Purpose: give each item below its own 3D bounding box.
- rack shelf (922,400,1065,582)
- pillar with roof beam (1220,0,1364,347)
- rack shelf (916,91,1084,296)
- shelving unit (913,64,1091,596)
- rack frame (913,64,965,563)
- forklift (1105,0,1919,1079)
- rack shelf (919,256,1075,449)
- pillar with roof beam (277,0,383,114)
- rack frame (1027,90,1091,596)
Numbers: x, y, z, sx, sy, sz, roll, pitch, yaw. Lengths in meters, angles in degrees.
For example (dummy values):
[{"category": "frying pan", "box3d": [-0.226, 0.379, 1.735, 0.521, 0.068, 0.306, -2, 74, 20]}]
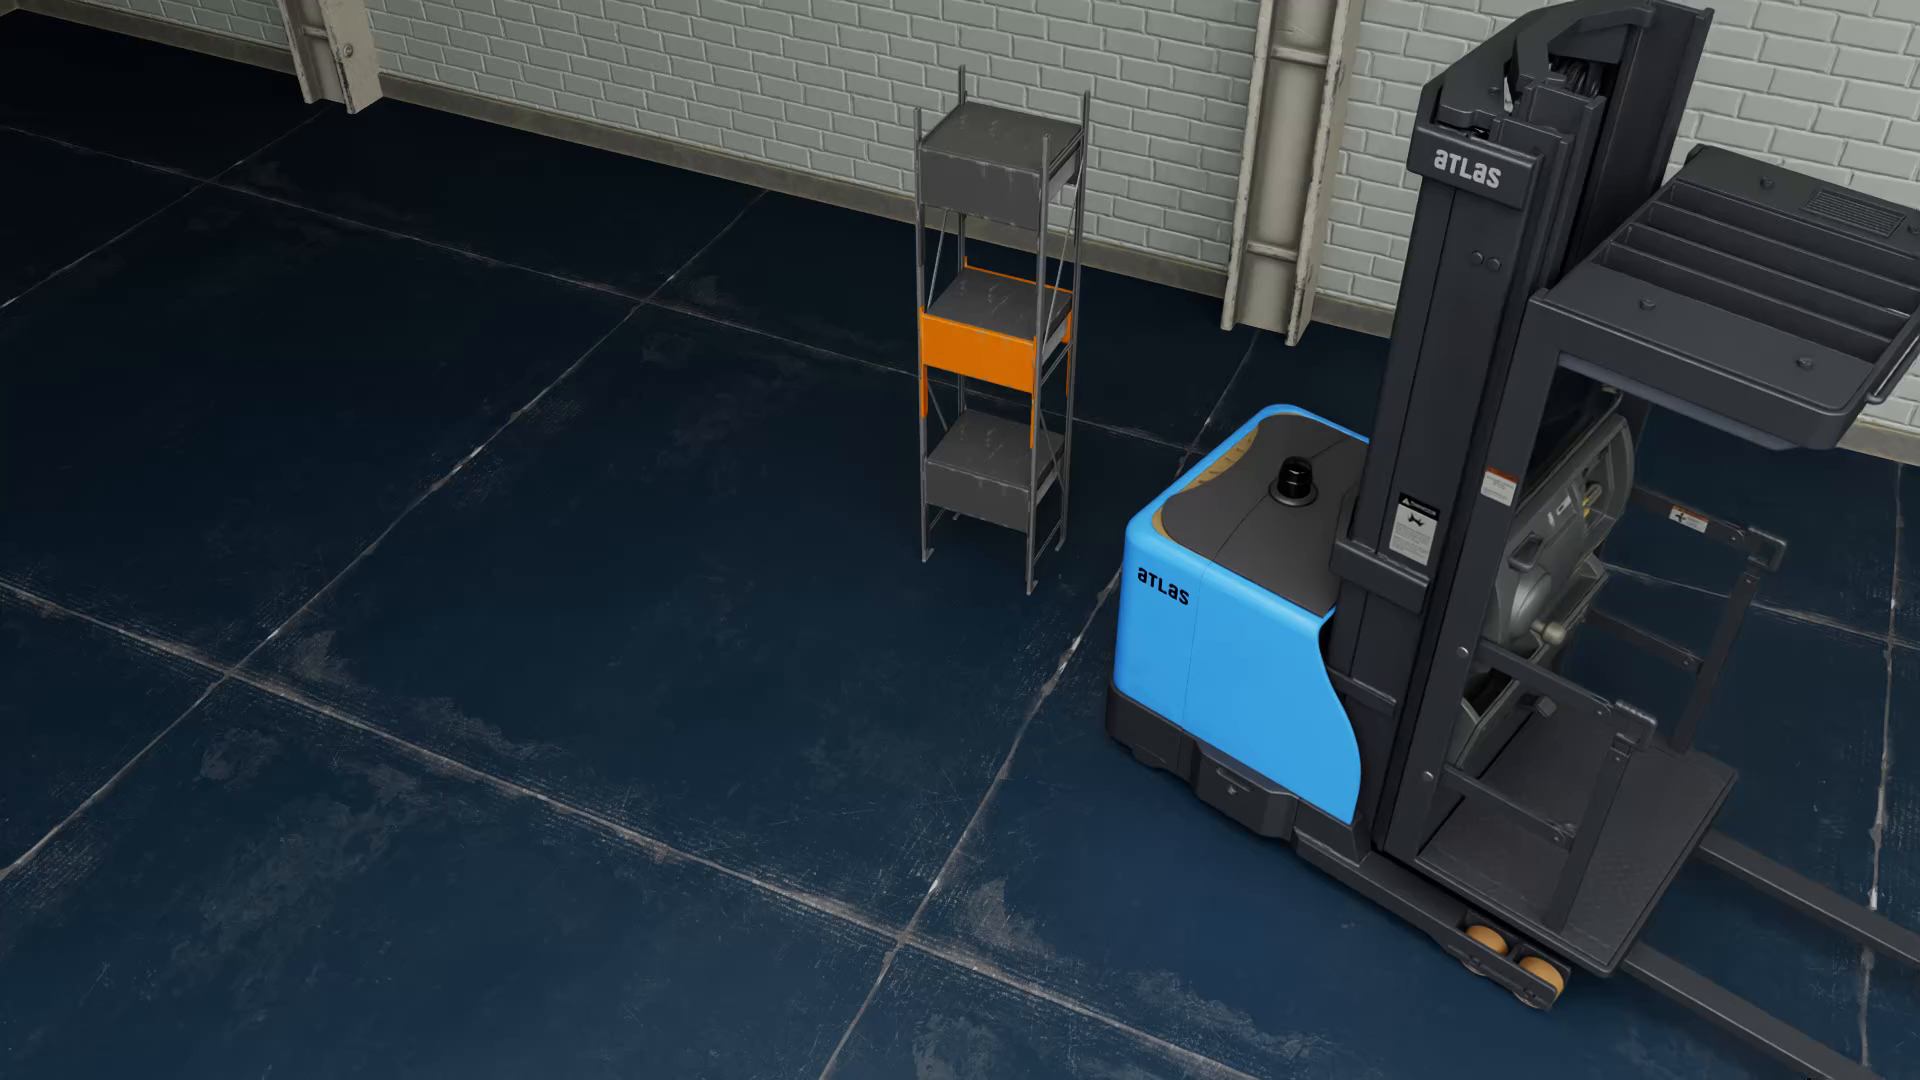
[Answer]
[{"category": "rack shelf", "box3d": [0.150, -0.208, 6.977, 0.480, 0.518, 0.431, 17, 44, 19]}, {"category": "pillar with roof beam", "box3d": [-0.248, -1.964, 2.645, 0.400, 9.000, 9.100, 17, 44, 19]}, {"category": "rack shelf", "box3d": [0.150, -1.266, 6.060, 0.480, 0.518, 0.431, 17, 44, 19]}, {"category": "shelving unit", "box3d": [0.150, -0.748, 6.509, 0.503, 2.100, 0.431, 17, 44, 19]}, {"category": "rack frame", "box3d": [-0.071, -0.815, 6.587, 0.015, 2.100, 0.400, 17, 44, 19]}, {"category": "forklift", "box3d": [2.001, 0.036, 4.971, 3.031, 2.935, 1.130, 29, 49, 29]}, {"category": "rack shelf", "box3d": [0.150, -0.737, 6.518, 0.480, 0.518, 0.431, 17, 44, 19]}, {"category": "pillar with roof beam", "box3d": [-5.685, -3.626, 4.562, 0.400, 9.000, 9.100, 17, 44, 19]}, {"category": "rack frame", "box3d": [0.371, -0.680, 6.431, 0.015, 2.100, 0.400, 17, 44, 19]}]
